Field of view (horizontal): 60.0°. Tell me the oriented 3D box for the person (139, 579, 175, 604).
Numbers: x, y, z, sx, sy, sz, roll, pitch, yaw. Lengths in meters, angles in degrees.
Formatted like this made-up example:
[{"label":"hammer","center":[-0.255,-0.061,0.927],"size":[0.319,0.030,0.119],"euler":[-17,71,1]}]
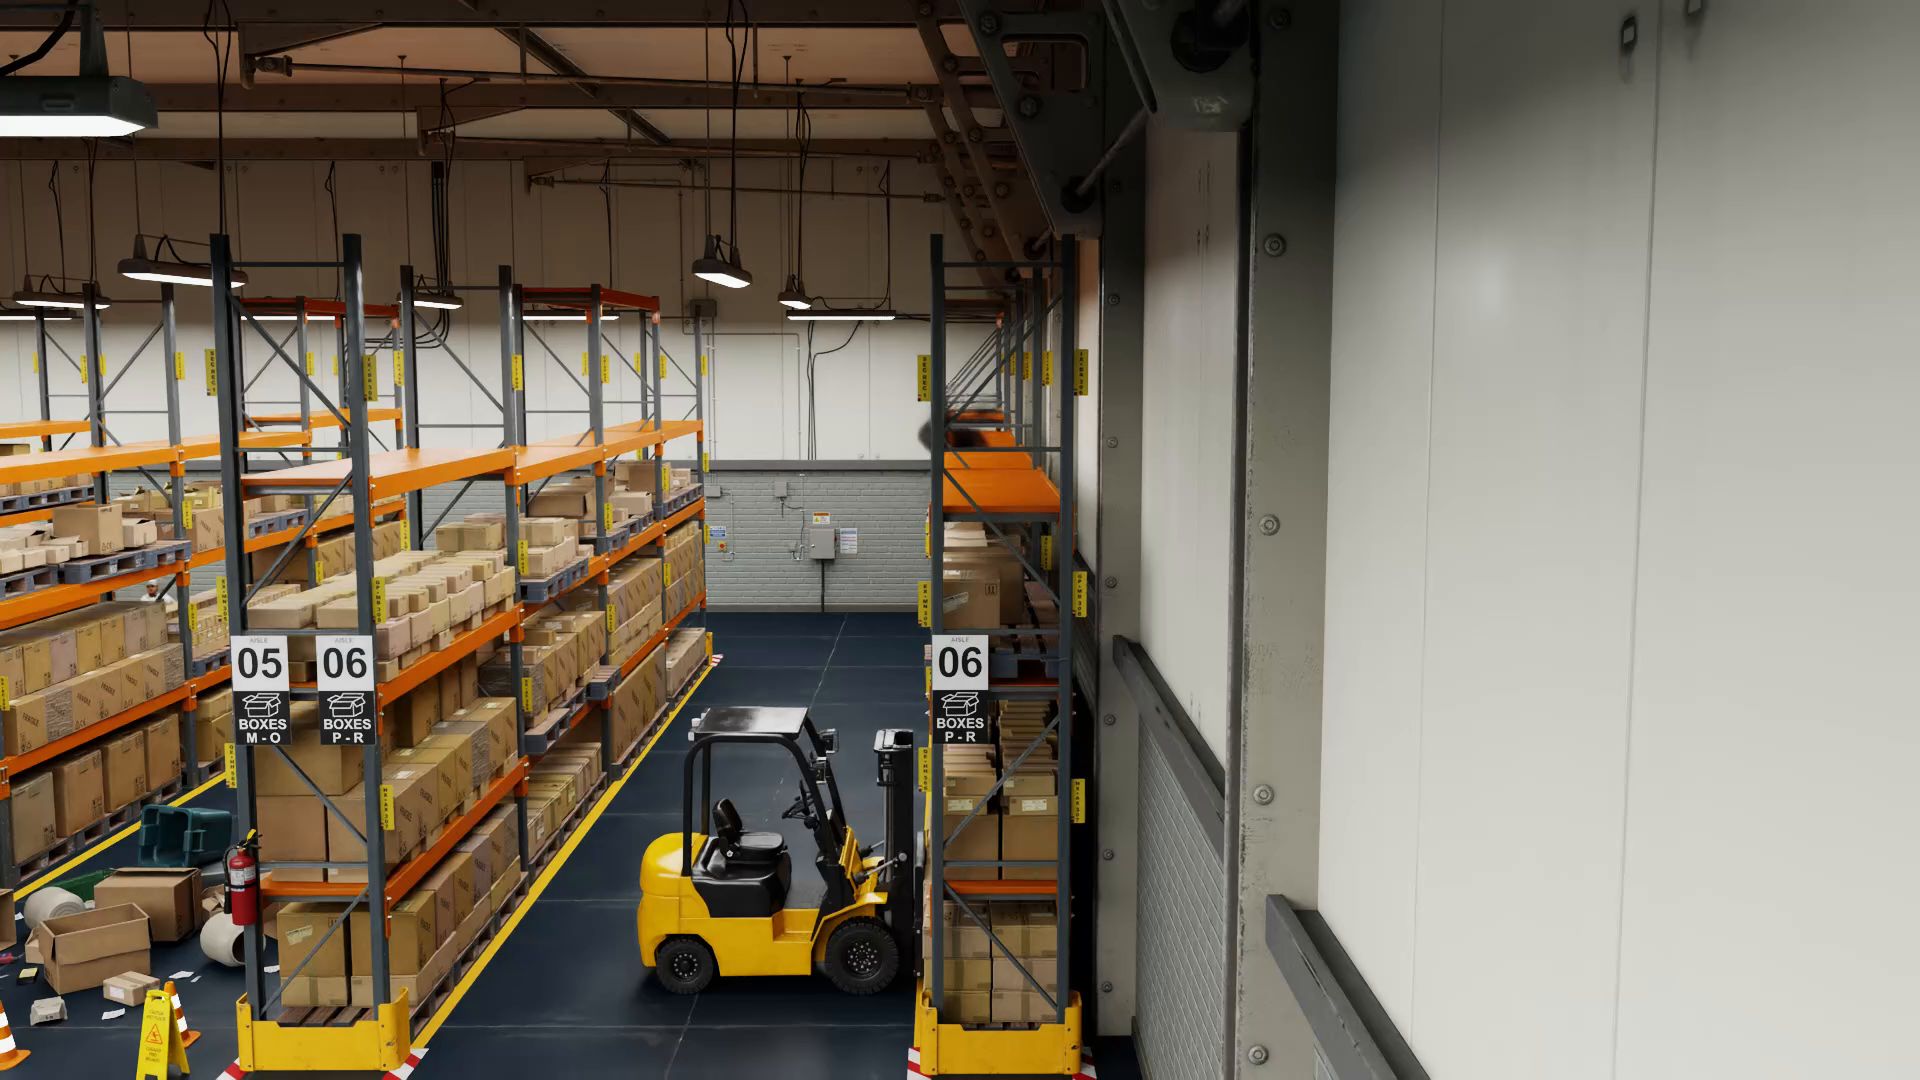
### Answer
[{"label":"person","center":[-12.881,1.434,26.641],"size":[0.626,1.606,0.550],"euler":[-1,6,-7]}]
